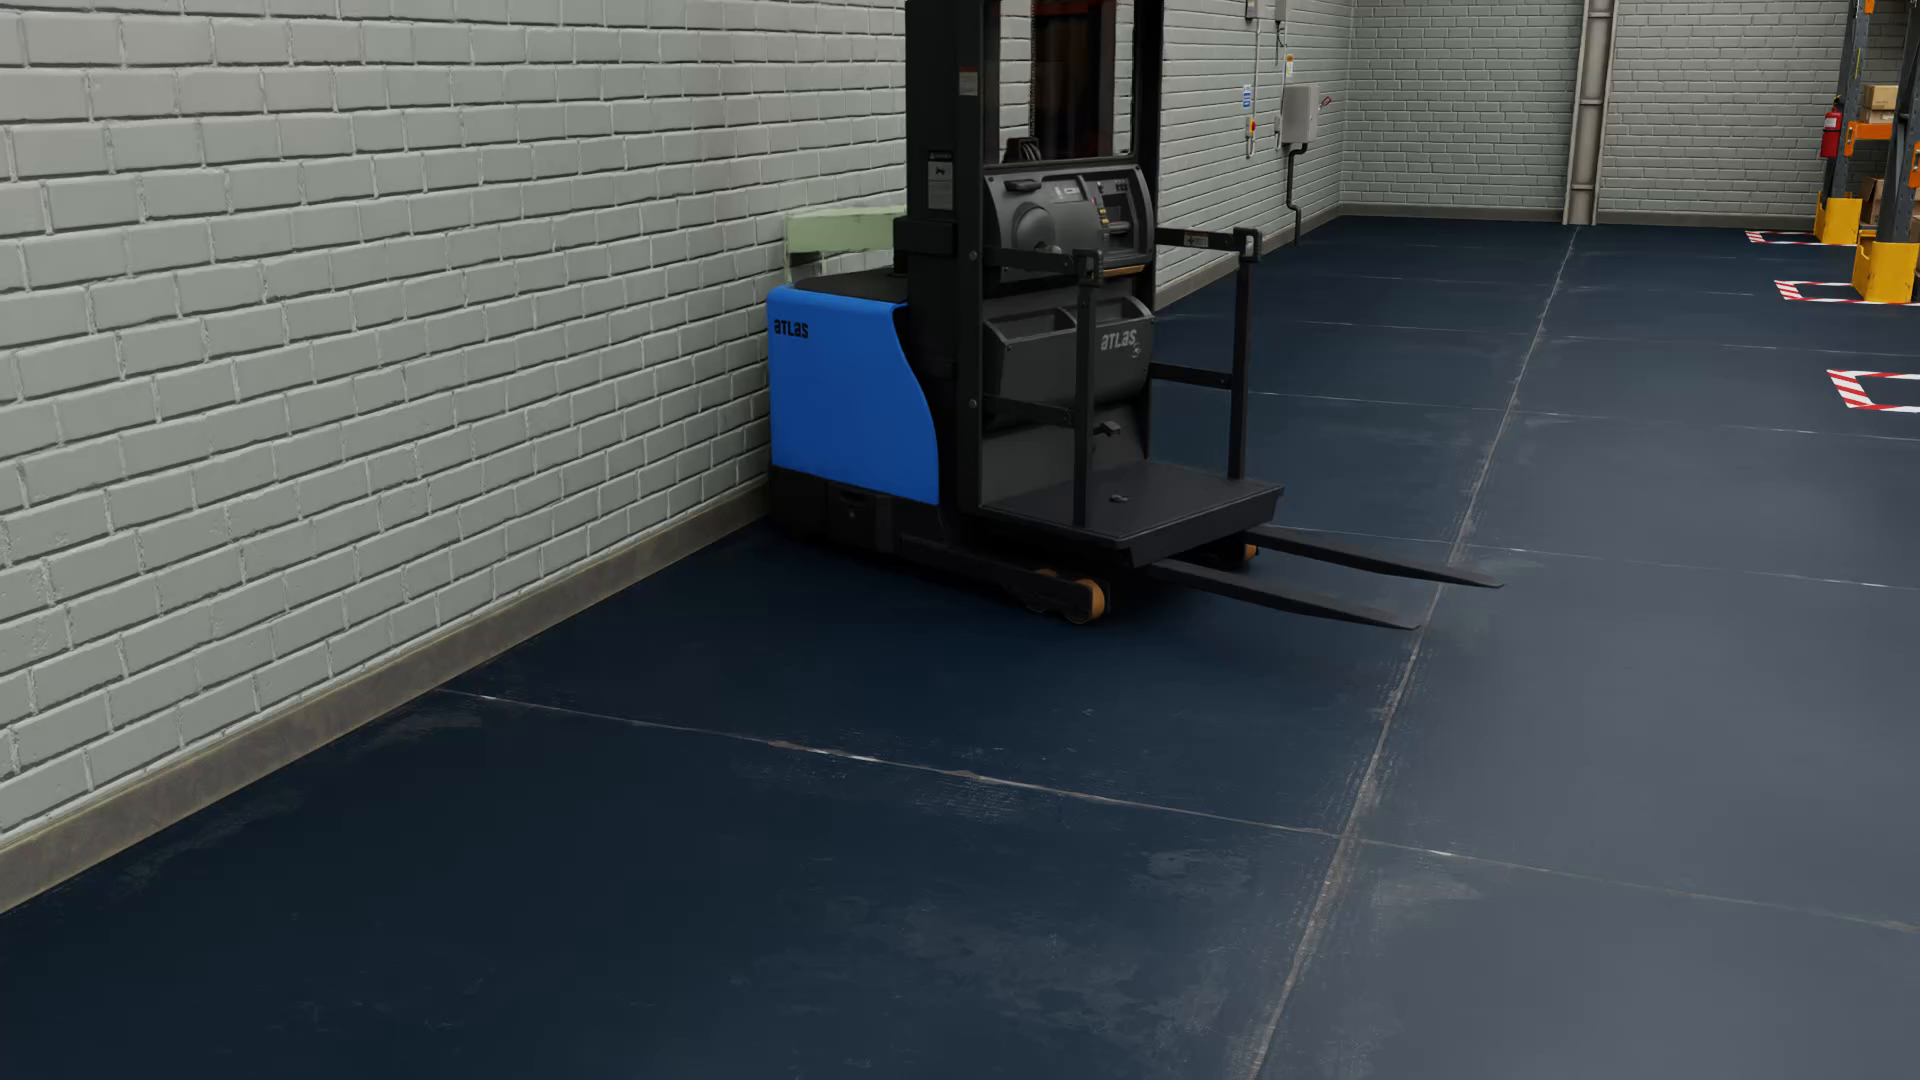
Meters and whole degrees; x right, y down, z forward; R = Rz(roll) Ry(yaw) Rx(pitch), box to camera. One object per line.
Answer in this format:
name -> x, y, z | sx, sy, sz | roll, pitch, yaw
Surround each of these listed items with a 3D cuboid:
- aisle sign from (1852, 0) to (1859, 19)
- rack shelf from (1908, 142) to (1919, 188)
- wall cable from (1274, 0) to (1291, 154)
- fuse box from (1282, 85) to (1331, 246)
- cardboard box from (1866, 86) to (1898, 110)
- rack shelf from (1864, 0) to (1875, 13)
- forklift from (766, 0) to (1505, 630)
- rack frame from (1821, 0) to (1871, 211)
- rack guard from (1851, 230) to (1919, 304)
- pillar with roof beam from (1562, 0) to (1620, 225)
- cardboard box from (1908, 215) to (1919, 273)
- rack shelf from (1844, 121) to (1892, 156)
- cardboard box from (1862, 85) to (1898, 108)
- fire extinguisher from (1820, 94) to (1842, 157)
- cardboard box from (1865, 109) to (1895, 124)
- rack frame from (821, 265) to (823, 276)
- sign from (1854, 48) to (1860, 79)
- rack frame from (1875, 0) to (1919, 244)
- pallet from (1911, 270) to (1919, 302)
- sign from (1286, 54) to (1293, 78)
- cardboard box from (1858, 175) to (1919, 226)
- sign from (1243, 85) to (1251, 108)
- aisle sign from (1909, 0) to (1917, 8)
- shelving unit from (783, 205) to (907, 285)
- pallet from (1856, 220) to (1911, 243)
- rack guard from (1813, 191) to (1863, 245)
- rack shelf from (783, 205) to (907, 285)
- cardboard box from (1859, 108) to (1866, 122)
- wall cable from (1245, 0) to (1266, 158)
aisle sign -> 9.753, -6.066, 18.027 | 0.004, 0.787, 0.394 | 6, 17, 21
rack shelf -> 9.967, -3.049, 13.588 | 4.000, 0.370, 1.077 | 6, 17, 21
wall cable -> 3.362, -5.027, 17.288 | 0.122, 1.984, 0.588 | 6, 17, 21
fuse box -> 3.759, -4.081, 18.163 | 0.414, 1.711, 0.539 | 6, 17, 21
cardboard box -> 10.248, -4.842, 18.207 | 0.500, 0.250, 0.500 | 6, 17, 21
rack shelf -> 11.785, -5.778, 17.605 | 4.000, 0.370, 1.077 | 6, 17, 21
forklift -> 0.587, -1.262, 6.263 | 3.031, 2.935, 1.130 | 15, 22, 41
rack frame -> 9.924, -4.887, 18.628 | 0.127, 3.000, 1.000 | 6, 17, 21
rack guard -> 8.084, -2.401, 14.549 | 0.348, 0.500, 1.175 | 6, 17, 21
pillar with roof beam -> 6.167, -7.161, 15.701 | 0.400, 9.000, 9.100 | 6, 17, 21
cardboard box -> 8.757, -2.529, 14.348 | 0.875, 0.438, 0.875 | 6, 17, 19
rack shelf -> 11.785, -4.337, 18.023 | 4.000, 0.370, 1.077 | 6, 17, 21
cardboard box -> 10.450, -4.980, 18.682 | 0.500, 0.250, 0.500 | 7, 18, 22
fire extinguisher -> 9.618, -4.566, 18.330 | 0.183, 0.674, 0.296 | 6, 17, 21
cardboard box -> 10.130, -4.662, 18.302 | 0.250, 0.149, 0.380 | 6, 17, 20
rack frame -> -0.710, -0.977, 7.819 | 0.023, 1.500, 0.400 | 2, 16, 21
sign -> 9.726, -5.162, 18.022 | 0.005, 0.325, 0.100 | 6, 17, 21
rack frame -> 8.107, -3.599, 14.192 | 0.127, 3.000, 1.000 | 6, 17, 21
pallet -> 8.879, -2.199, 14.369 | 1.213, 0.211, 1.003 | 6, 17, 21
sign -> 3.546, -5.104, 17.892 | 0.001, 0.242, 0.339 | 6, 17, 21
cardboard box -> 10.459, -3.803, 18.617 | 0.637, 0.503, 0.797 | 6, 17, 18
sign -> 2.778, -4.294, 16.099 | 0.001, 0.218, 0.327 | 6, 17, 21
aisle sign -> 8.154, -4.936, 14.132 | 0.004, 0.787, 0.394 | 6, 17, 21
shelving unit -> -0.368, -0.967, 7.688 | 0.755, 1.500, 0.431 | 2, 16, 21
pallet -> 10.737, -3.459, 18.710 | 1.213, 0.211, 1.003 | 6, 17, 21
rack guard -> 9.995, -3.679, 18.950 | 0.348, 0.500, 1.175 | 6, 17, 21
rack shelf -> -0.396, -1.343, 7.585 | 0.720, 0.370, 0.431 | 2, 16, 21
cardboard box -> 10.331, -4.802, 18.786 | 0.250, 0.149, 0.380 | 6, 17, 20
wall cable -> 2.853, -4.673, 16.012 | 0.123, 1.953, 0.585 | 6, 17, 21
